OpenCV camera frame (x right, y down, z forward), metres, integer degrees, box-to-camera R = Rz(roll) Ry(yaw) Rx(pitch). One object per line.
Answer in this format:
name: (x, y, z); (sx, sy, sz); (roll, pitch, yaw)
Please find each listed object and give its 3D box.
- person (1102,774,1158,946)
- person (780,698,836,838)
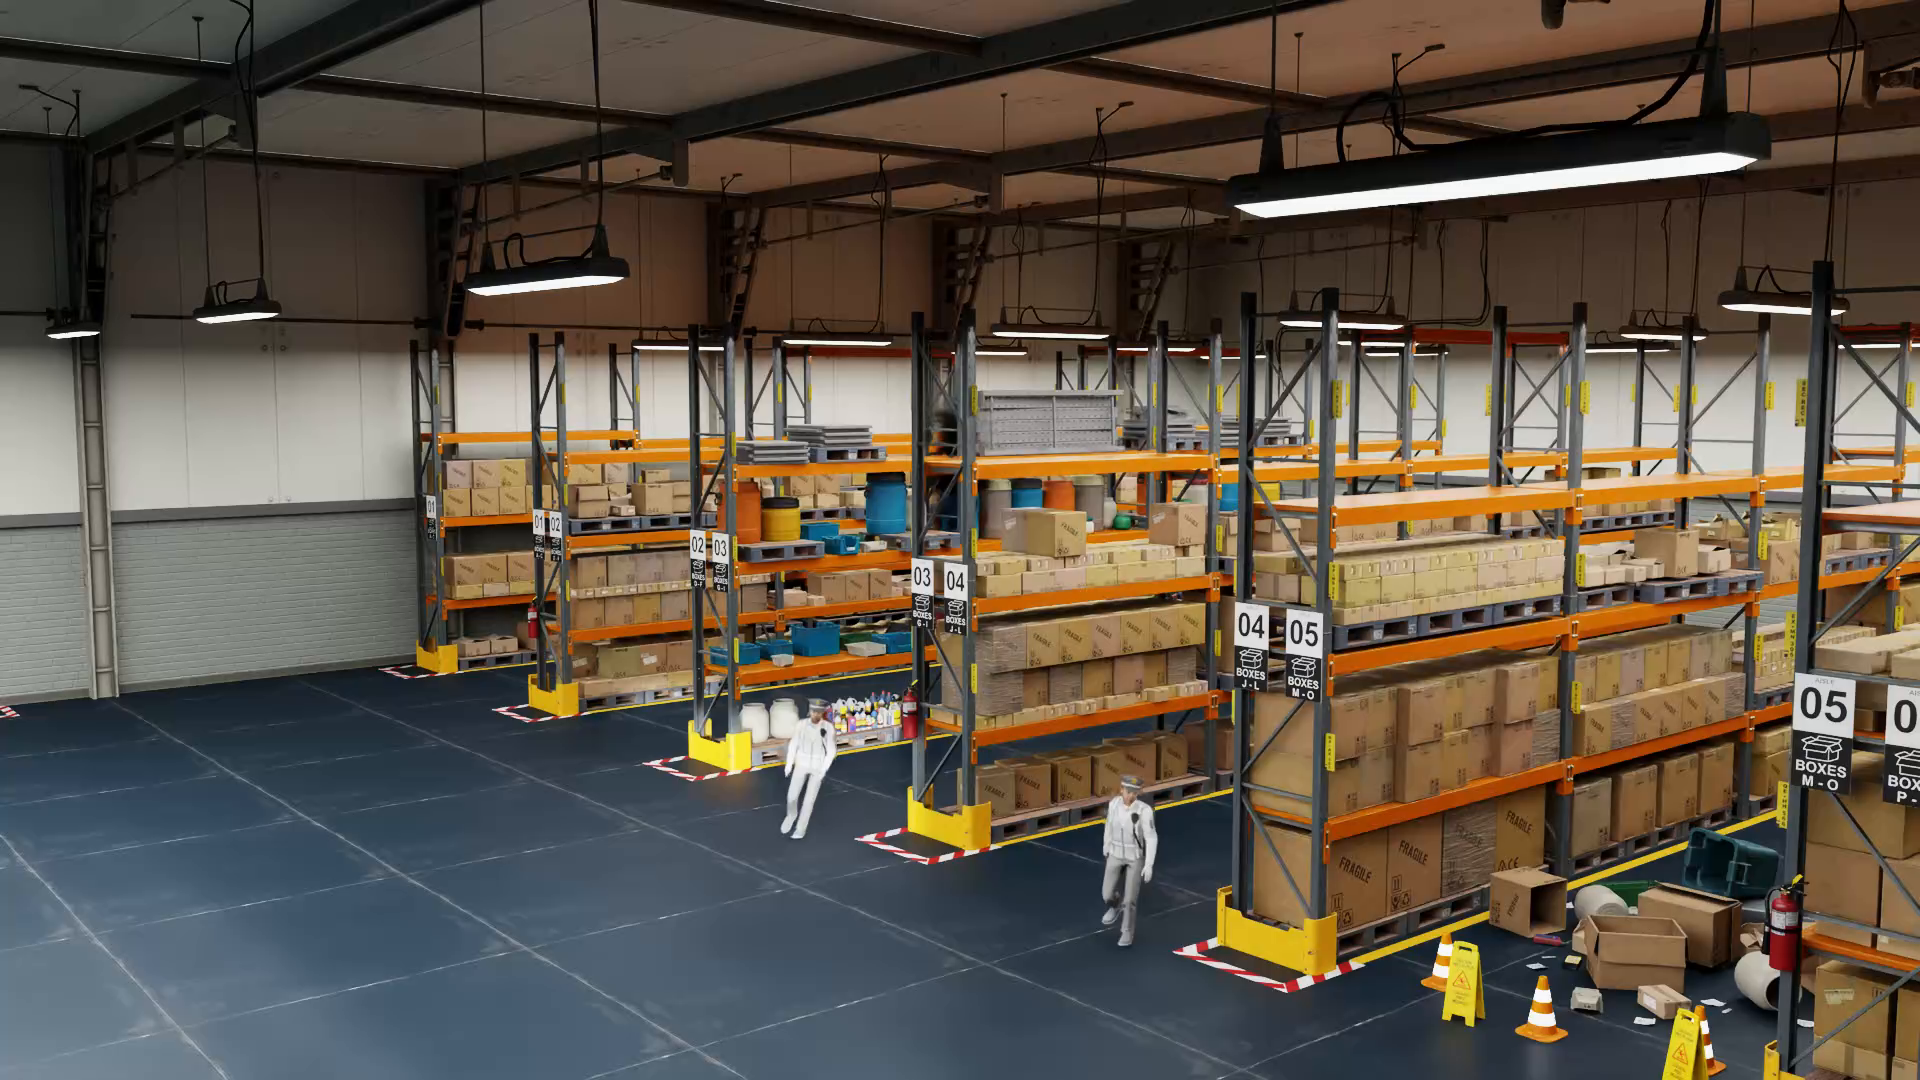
person: (1.562, 2.932, 15.368); (0.621, 1.630, 0.616); (2, 6, 23)
person: (-1.733, 2.592, 18.890); (0.653, 1.628, 0.585); (0, 5, -2)
